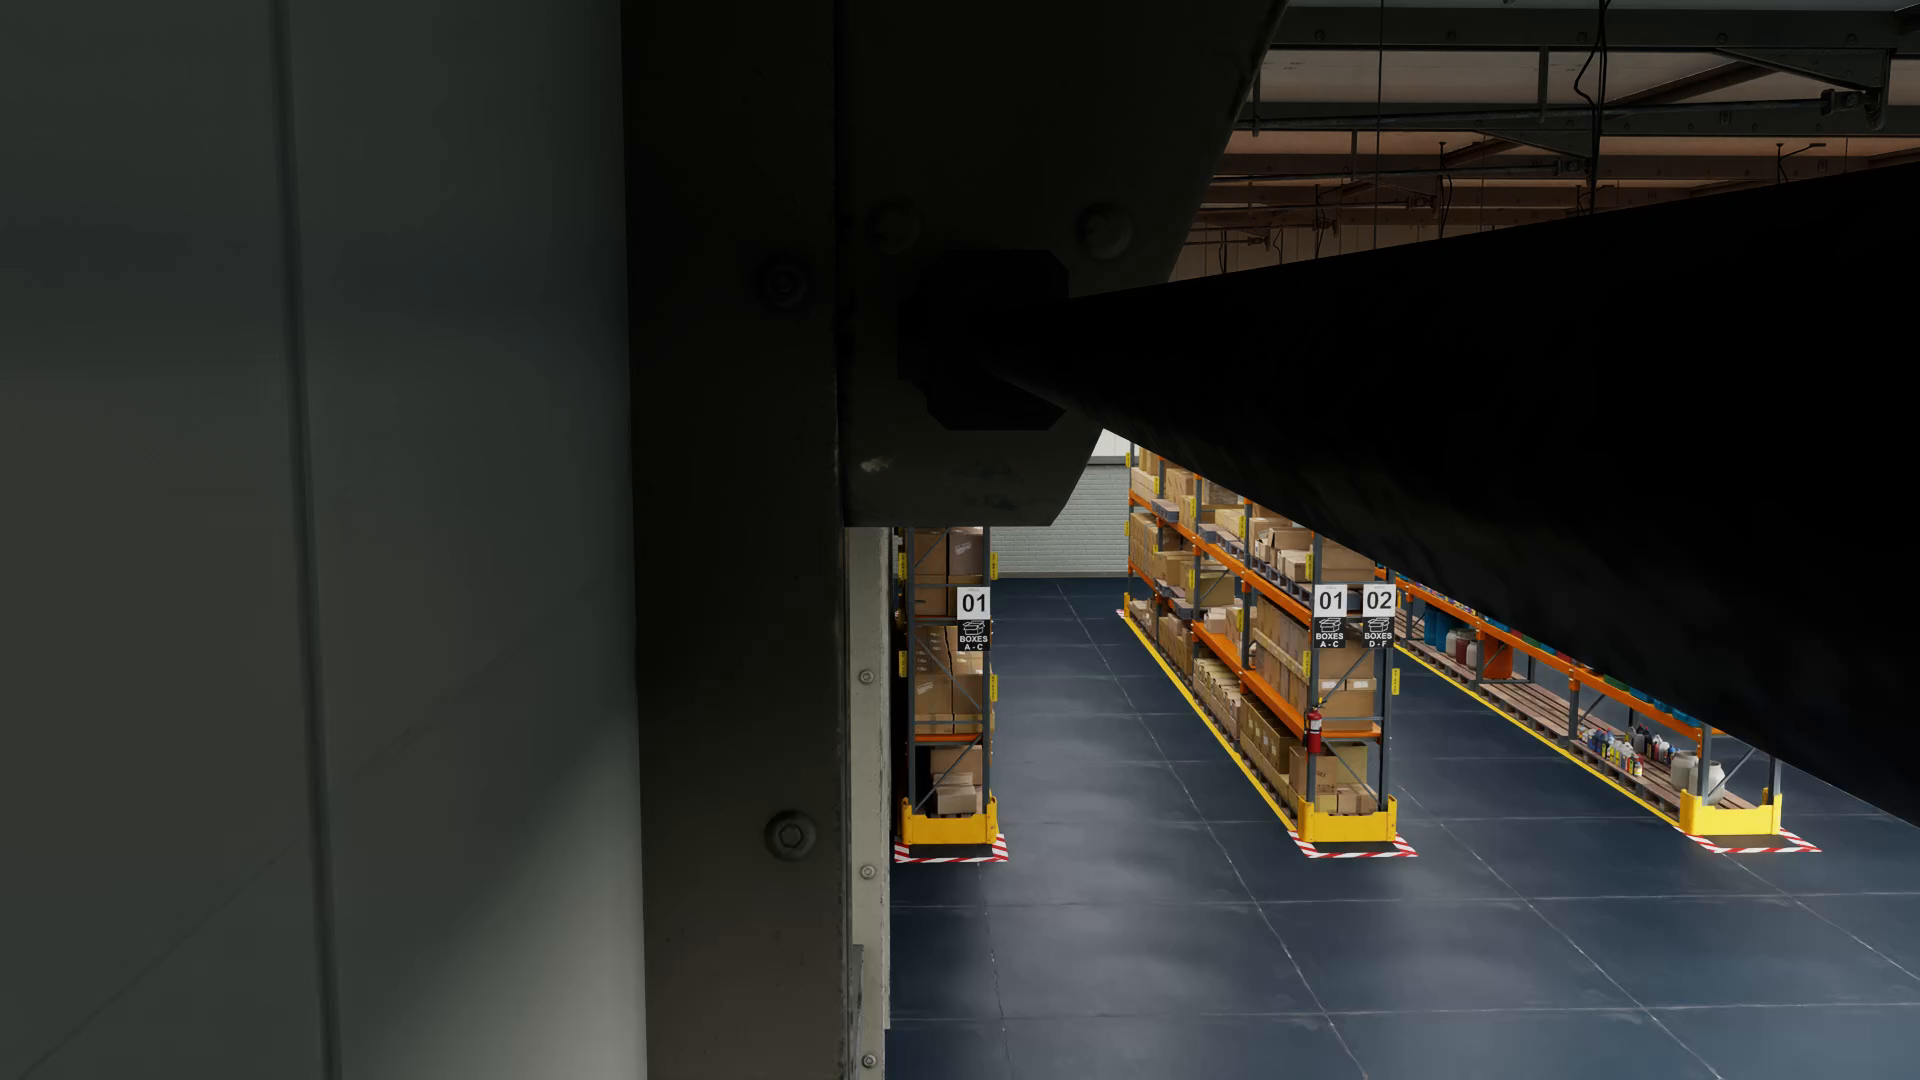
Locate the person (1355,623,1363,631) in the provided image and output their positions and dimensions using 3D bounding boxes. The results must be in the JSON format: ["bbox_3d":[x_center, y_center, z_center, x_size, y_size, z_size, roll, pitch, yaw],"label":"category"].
[{"bbox_3d":[6.773,1.762,28.817,0.505,1.733,1.049,-1,7,-9],"label":"person"}]
